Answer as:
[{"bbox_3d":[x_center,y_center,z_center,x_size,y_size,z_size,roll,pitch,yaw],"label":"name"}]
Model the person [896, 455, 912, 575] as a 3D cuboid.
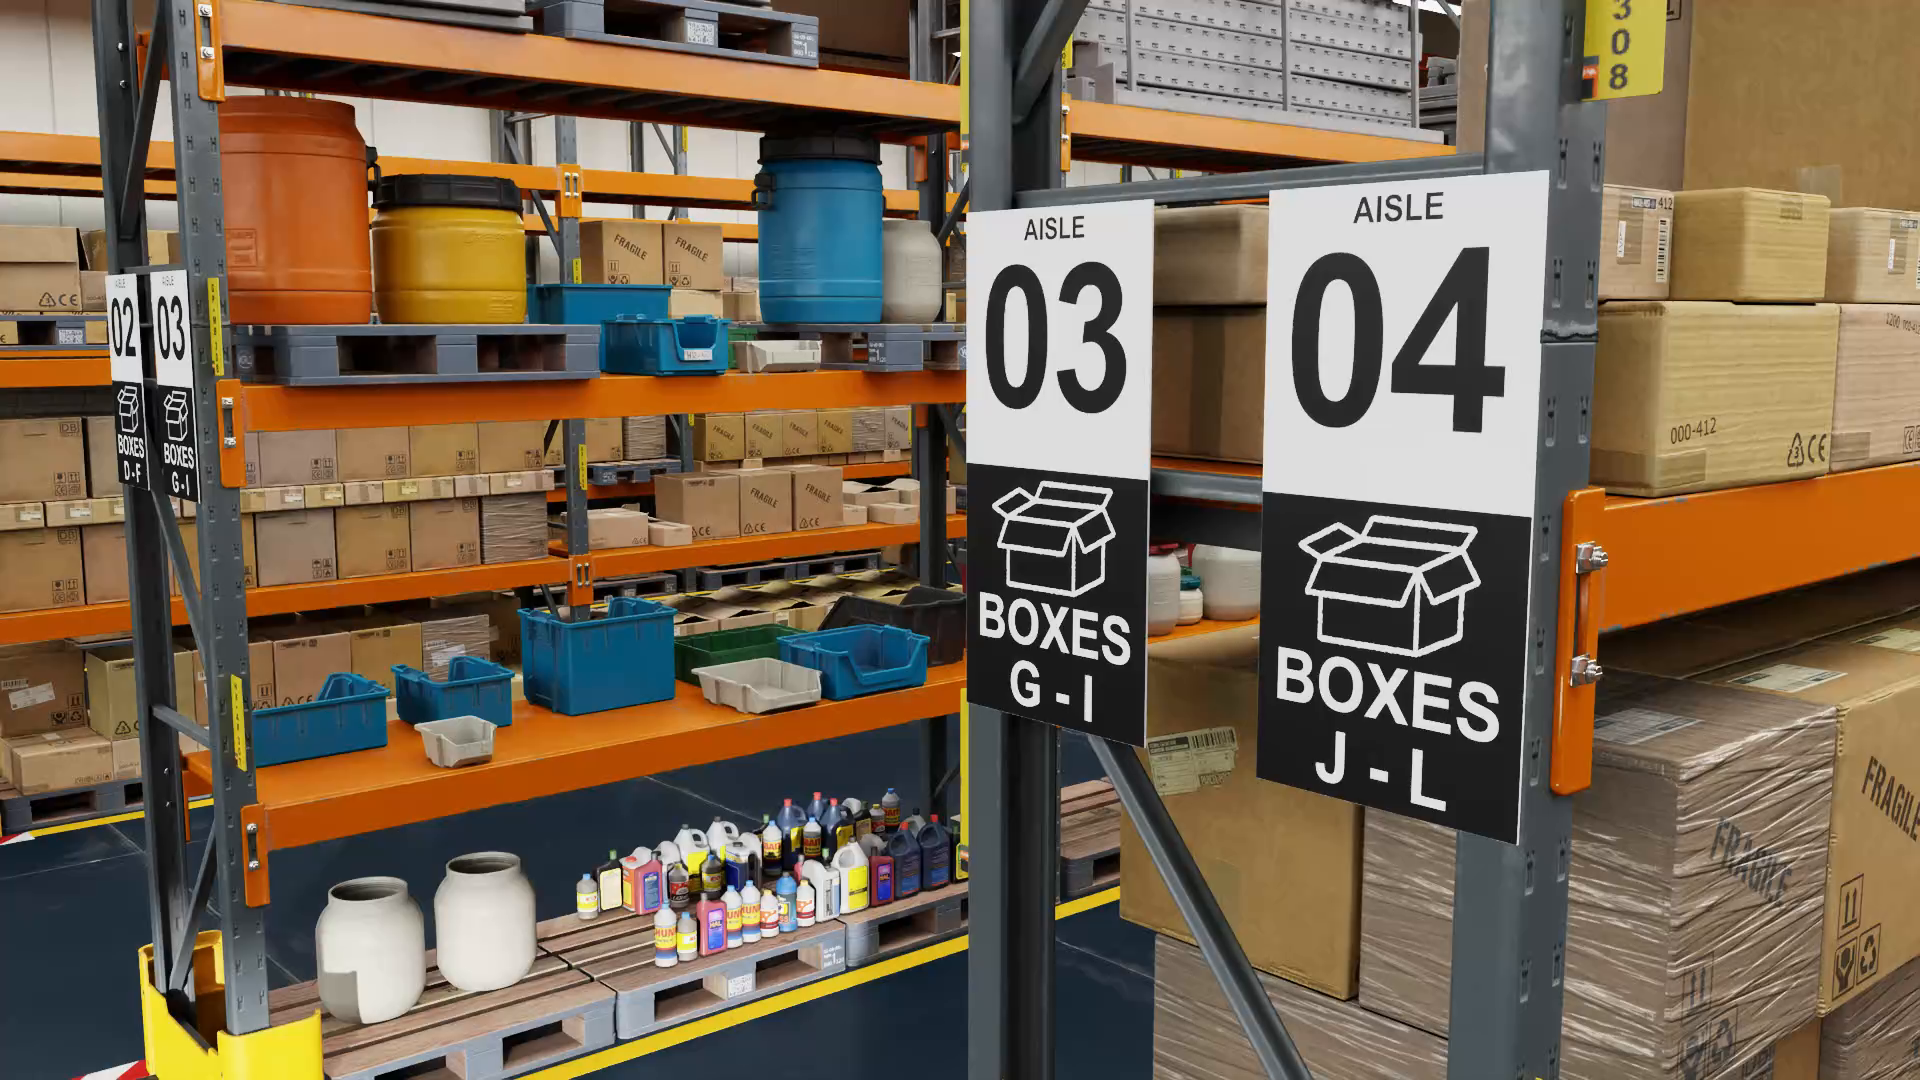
[{"bbox_3d":[-0.473,-0.031,16.803,0.598,1.694,0.474,-7,10,-42],"label":"person"}]
